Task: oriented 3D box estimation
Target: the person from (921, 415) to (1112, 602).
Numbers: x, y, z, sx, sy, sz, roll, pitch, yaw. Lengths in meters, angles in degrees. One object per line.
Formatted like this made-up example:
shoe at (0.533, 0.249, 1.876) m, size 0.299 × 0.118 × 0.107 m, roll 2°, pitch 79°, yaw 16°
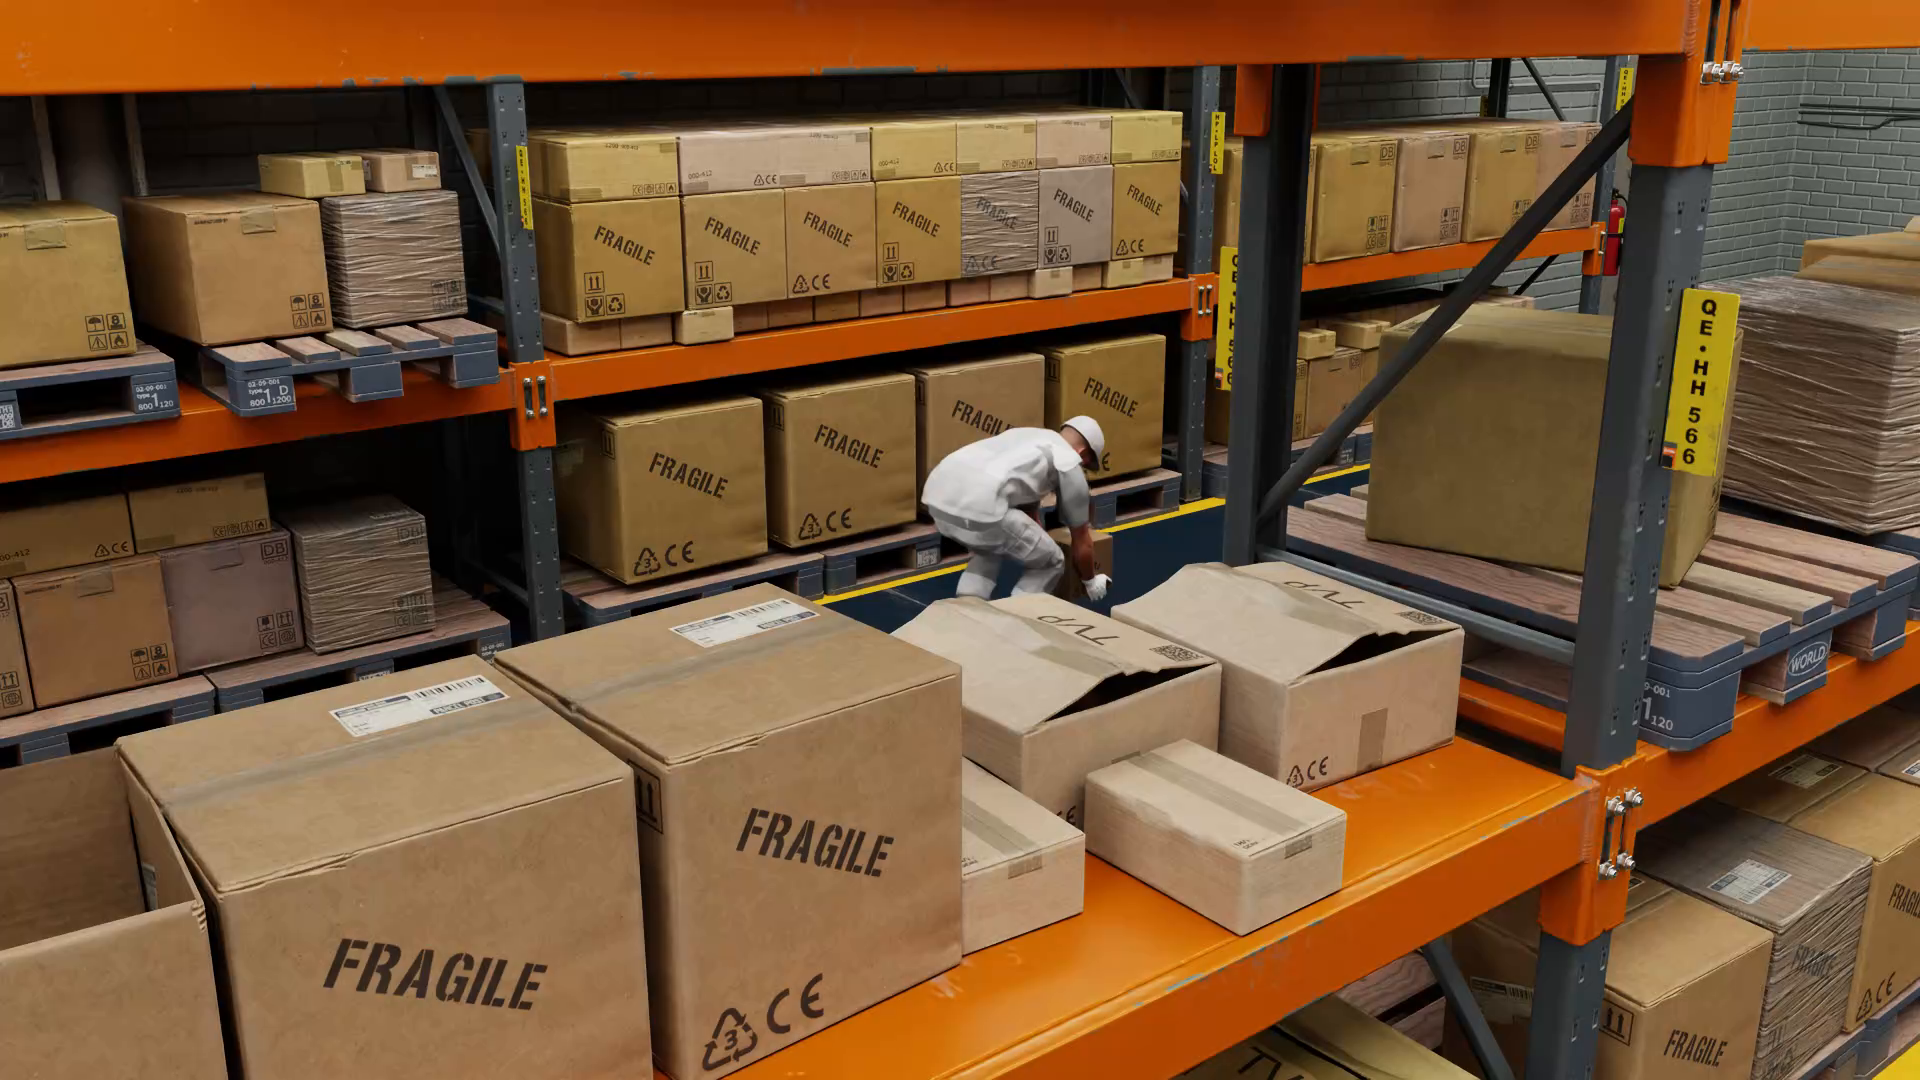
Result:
person at (0.266, 0.009, 7.272) m, size 0.958 × 1.011 × 0.529 m, roll -15°, pitch 23°, yaw -39°
